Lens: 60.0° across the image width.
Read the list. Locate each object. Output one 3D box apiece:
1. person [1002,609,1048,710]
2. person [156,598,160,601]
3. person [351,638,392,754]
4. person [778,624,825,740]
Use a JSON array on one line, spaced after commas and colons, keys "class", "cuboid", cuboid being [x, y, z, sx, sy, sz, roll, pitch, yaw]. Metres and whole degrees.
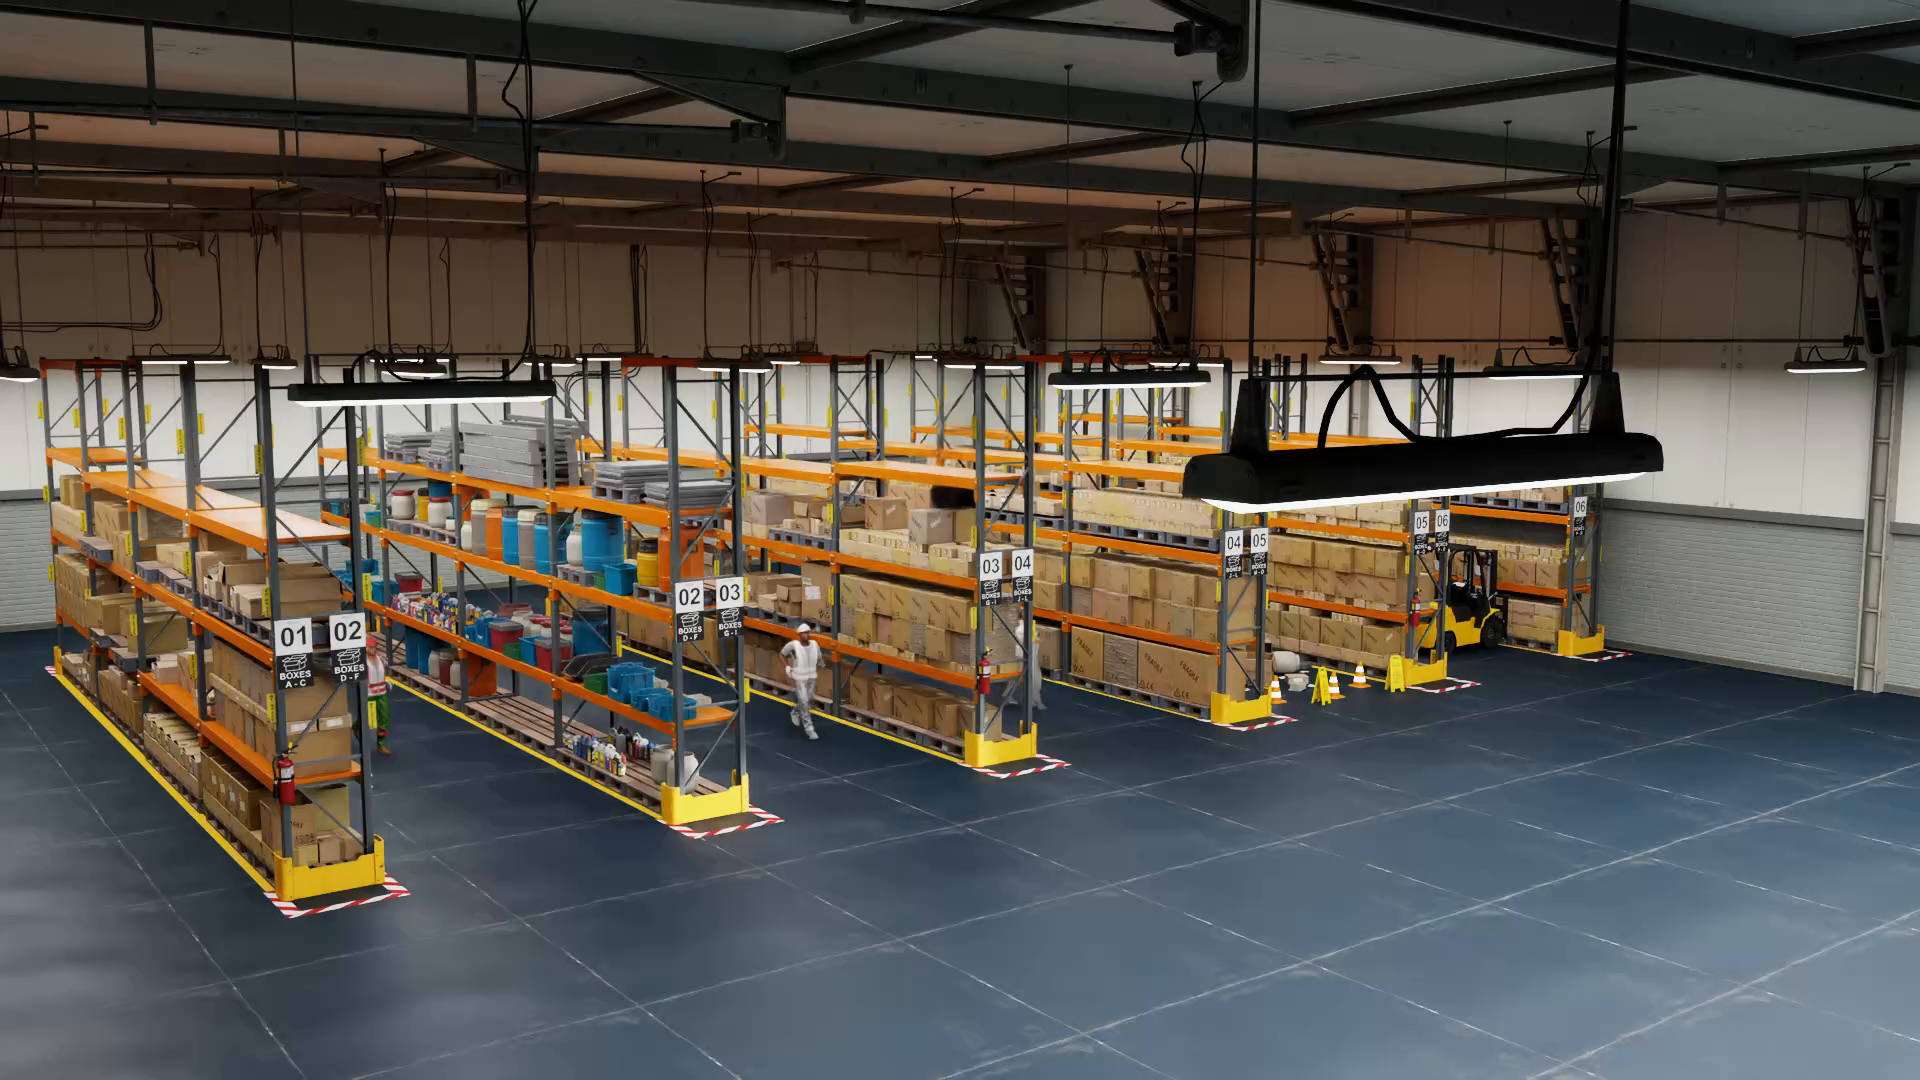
[{"class": "person", "cuboid": [1.092, 2.032, 28.612, 0.830, 1.847, 0.631, 4, 8, 29]}, {"class": "person", "cuboid": [-15.926, 1.527, 33.196, 0.754, 1.727, 0.579, 0, 7, 2]}, {"class": "person", "cuboid": [-9.062, 2.388, 25.632, 0.863, 1.771, 0.657, 5, 9, 38]}, {"class": "person", "cuboid": [-2.502, 2.233, 26.699, 0.681, 1.792, 0.990, -5, 8, -36]}]
